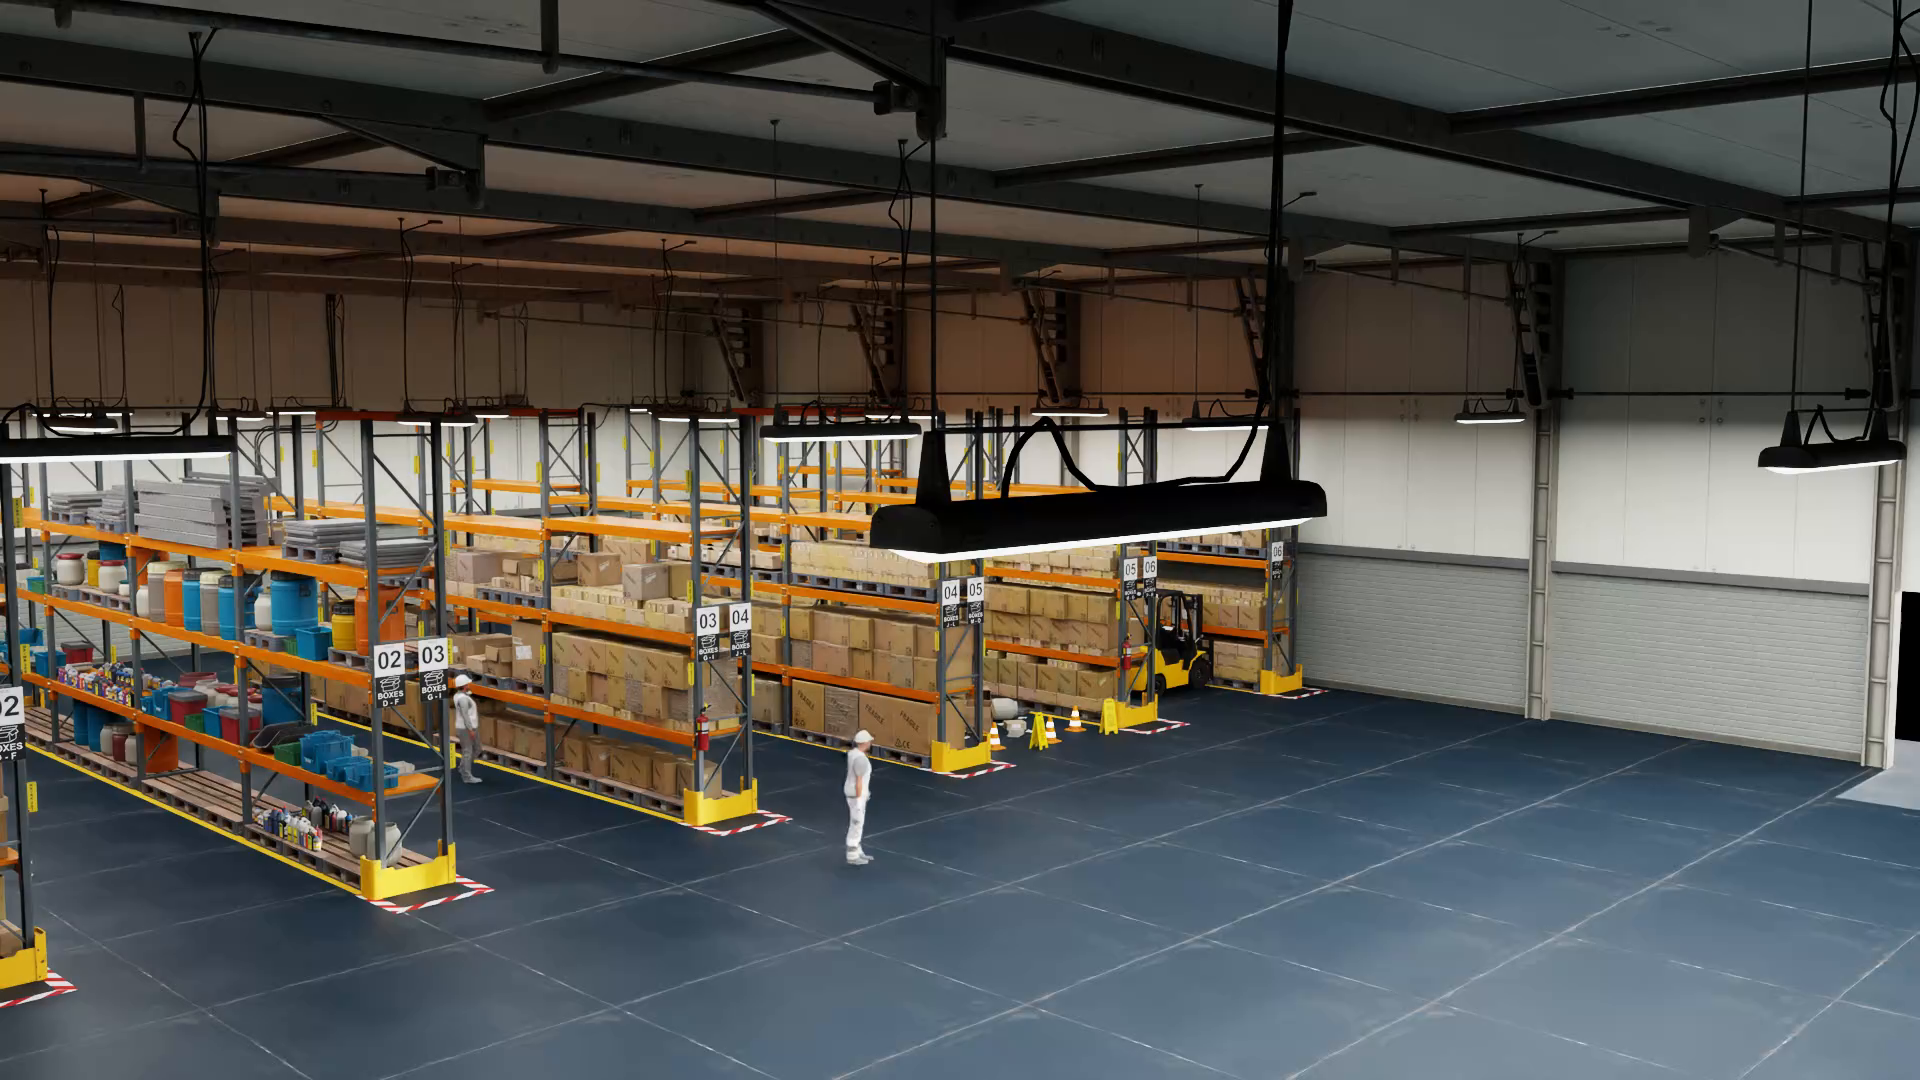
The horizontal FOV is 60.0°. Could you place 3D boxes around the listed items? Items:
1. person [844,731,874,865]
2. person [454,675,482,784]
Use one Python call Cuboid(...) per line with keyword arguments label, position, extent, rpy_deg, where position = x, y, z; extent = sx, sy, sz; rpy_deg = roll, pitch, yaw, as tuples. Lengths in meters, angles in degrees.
Cuboid(label="person", position=(-1.350, 3.457, 22.387), extent=(0.416, 1.791, 0.588), rpy_deg=(-1, 5, -11))
Cuboid(label="person", position=(-8.011, 3.064, 27.051), extent=(0.453, 1.775, 0.581), rpy_deg=(0, 5, -5))
